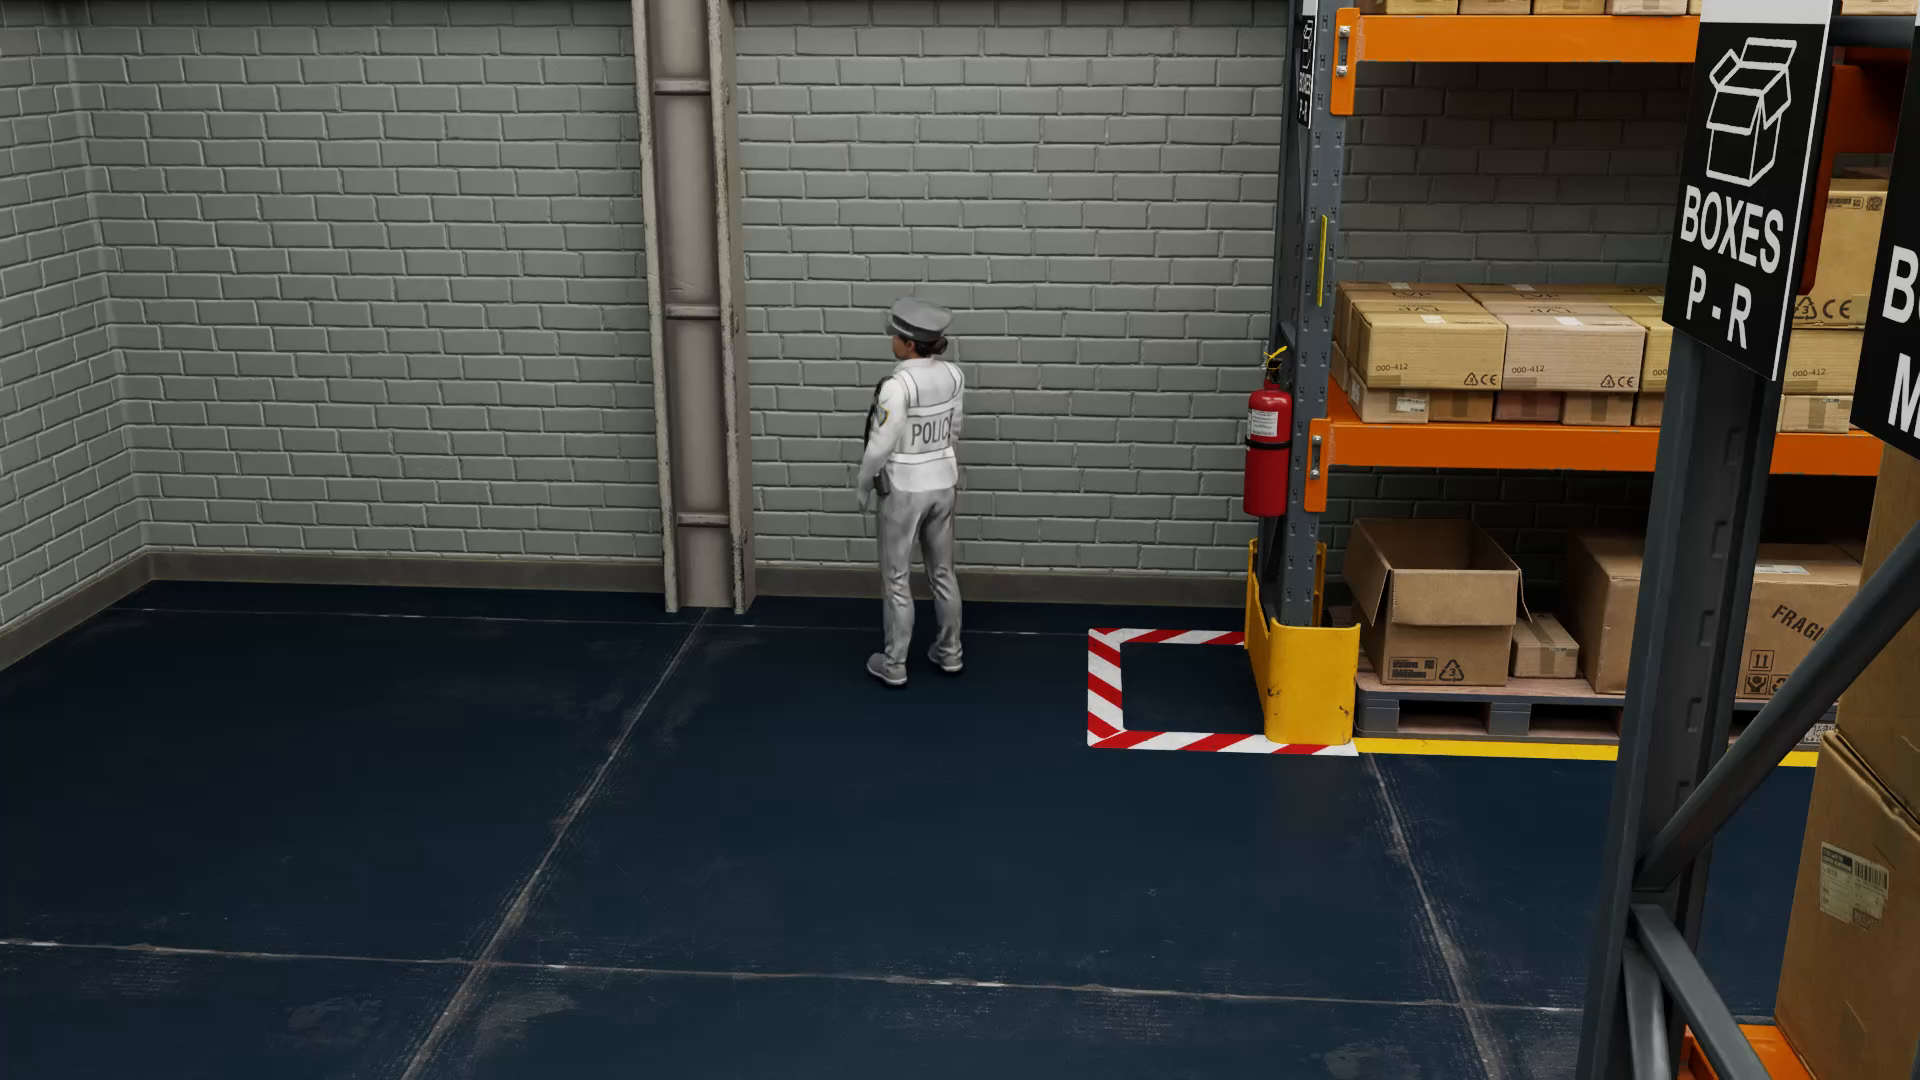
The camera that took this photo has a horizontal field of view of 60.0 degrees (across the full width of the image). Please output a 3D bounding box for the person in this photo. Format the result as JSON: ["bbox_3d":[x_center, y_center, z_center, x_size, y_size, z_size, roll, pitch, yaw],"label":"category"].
[{"bbox_3d":[-0.189,-0.204,7.099,0.447,1.692,0.558,17,24,42],"label":"person"}]
